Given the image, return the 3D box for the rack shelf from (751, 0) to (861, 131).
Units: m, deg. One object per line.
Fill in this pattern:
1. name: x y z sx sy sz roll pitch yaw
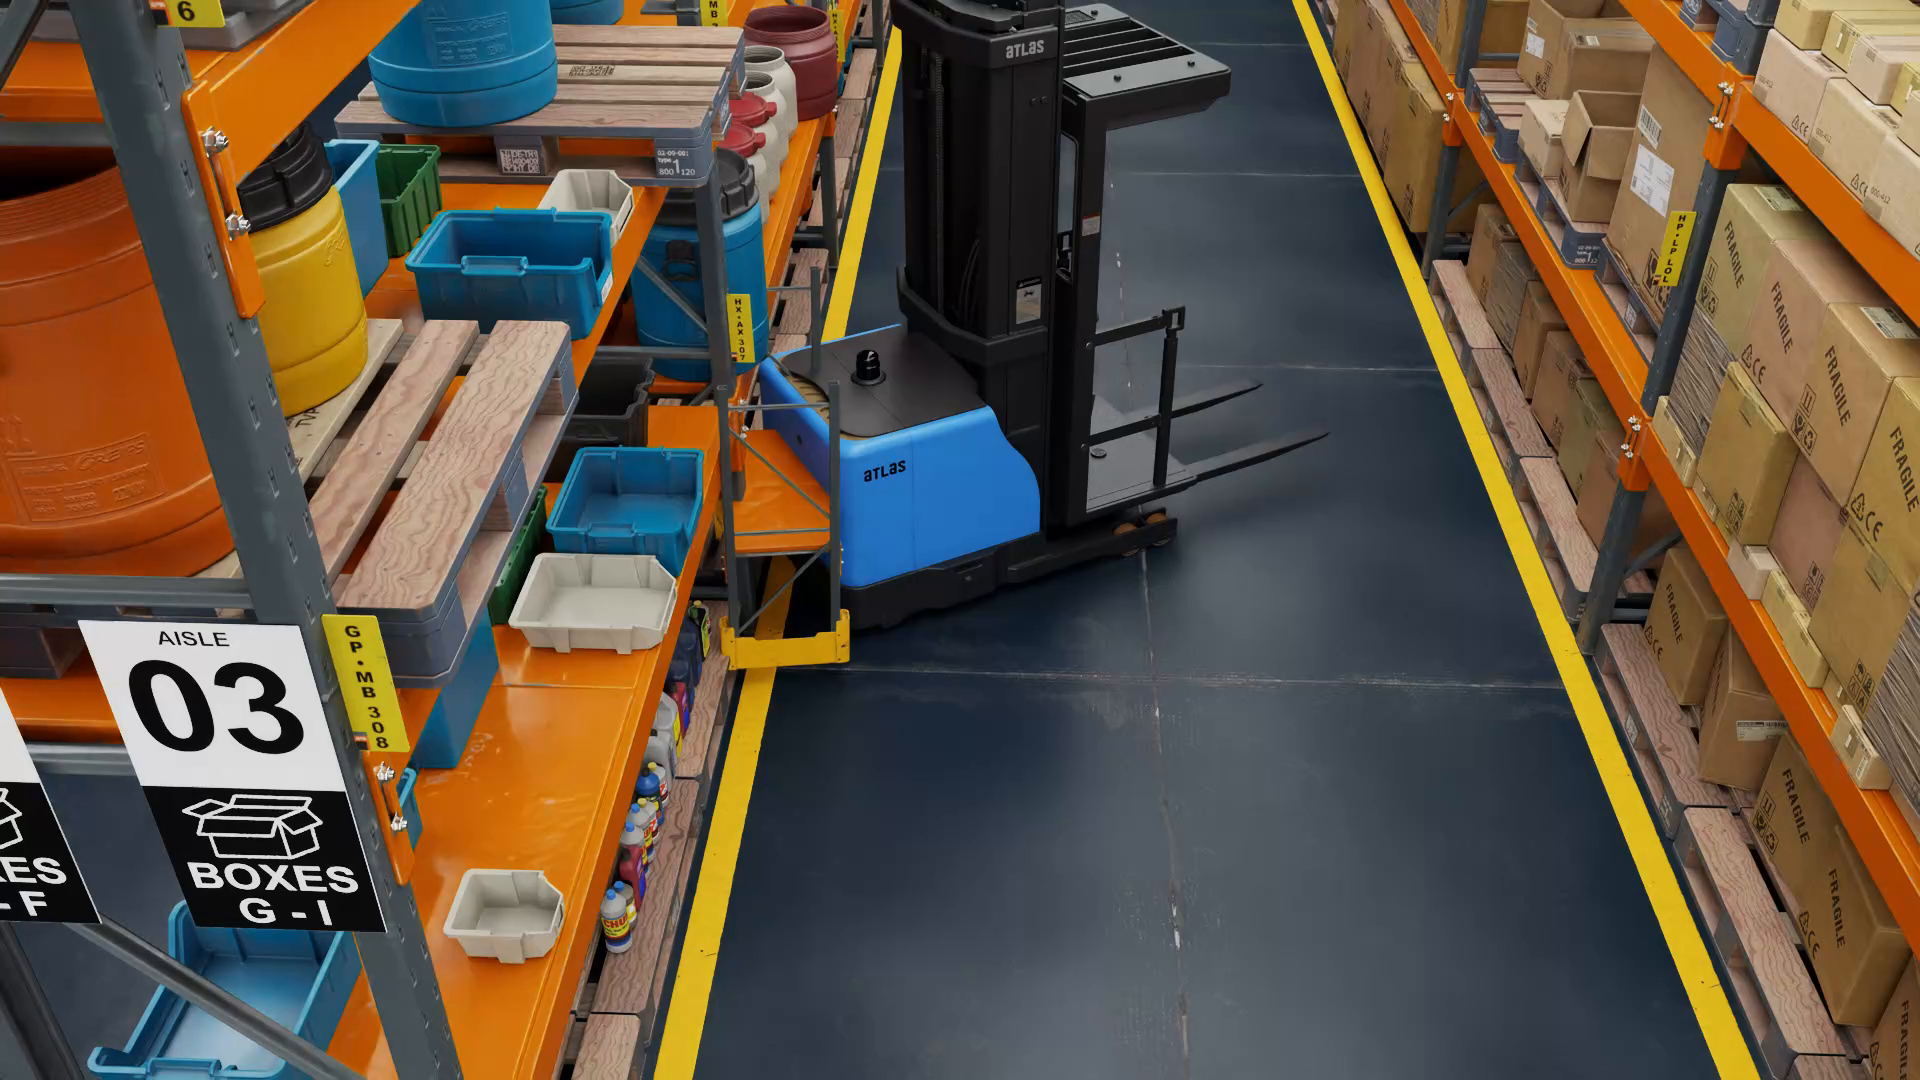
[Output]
1. rack shelf: -1.249 -3.966 12.355 1.077 0.370 4.000 1 35 2

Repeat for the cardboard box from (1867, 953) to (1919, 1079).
1. cardboard box: 3.330 1.748 5.408 0.500 0.500 0.500 10 36 14

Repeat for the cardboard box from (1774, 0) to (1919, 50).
1. cardboard box: 3.138 -1.848 5.891 0.380 0.149 0.250 0 35 1

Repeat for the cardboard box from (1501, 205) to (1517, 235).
1. cardboard box: 3.623 -2.075 10.178 0.500 0.250 0.500 3 35 4

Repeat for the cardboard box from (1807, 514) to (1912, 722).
1. cardboard box: 3.343 0.259 5.373 0.875 0.500 0.500 1 35 2

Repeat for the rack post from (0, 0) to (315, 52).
1. rack post: -1.493 -1.196 3.006 0.937 0.300 0.954 5 35 7

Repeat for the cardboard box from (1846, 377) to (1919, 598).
1. cardboard box: 3.139 -0.155 5.093 0.500 0.500 0.500 1 35 2

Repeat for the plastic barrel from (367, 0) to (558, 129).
1. plastic barrel: -1.637 -1.847 5.306 0.600 0.901 0.708 1 35 2

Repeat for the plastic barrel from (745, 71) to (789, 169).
1. plastic barrel: -1.174 -2.319 9.289 0.421 0.512 0.421 0 35 0

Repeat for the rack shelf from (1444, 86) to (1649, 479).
1. rack shelf: 3.539 -1.553 8.922 1.077 0.370 4.000 1 35 2

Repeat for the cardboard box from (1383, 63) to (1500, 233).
1. cardboard box: 3.668 -2.695 11.404 1.225 0.875 0.875 0 35 0

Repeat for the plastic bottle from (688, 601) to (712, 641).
1. plastic bottle: -1.193 0.368 7.615 0.097 0.201 0.097 0 35 0

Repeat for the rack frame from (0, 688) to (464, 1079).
1. rack frame: -1.651 1.485 3.973 1.000 3.000 0.127 1 35 2

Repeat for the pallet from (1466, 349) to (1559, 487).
1. pallet: 3.535 -0.708 9.519 1.003 0.211 1.213 1 35 2

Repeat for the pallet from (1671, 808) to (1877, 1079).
1. pallet: 3.421 1.532 6.332 1.003 0.211 1.213 1 35 2

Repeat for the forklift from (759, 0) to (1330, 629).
1. forklift: 0.549 -1.369 8.094 3.031 2.935 1.130 -17 39 -23

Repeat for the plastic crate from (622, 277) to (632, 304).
1. plastic crate: -1.756 -1.447 8.160 0.392 0.384 0.575 1 35 2

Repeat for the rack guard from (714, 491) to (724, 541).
1. rack guard: -0.947 -0.136 8.421 0.587 0.250 0.087 -3 37 -8

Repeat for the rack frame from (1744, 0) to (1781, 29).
1. rack frame: 3.459 -3.153 5.356 1.000 3.000 0.127 1 35 2

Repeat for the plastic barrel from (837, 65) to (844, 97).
1. plastic barrel: -1.236 -4.003 13.243 0.600 0.901 0.708 1 35 2

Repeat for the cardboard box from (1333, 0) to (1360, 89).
1. cardboard box: 3.775 -4.229 13.587 1.225 0.875 0.875 1 35 2

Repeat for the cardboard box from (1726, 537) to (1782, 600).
1. cardboard box: 3.093 0.095 6.170 0.380 0.149 0.250 1 35 2

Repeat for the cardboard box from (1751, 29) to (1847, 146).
1. cardboard box: 3.185 -1.612 5.902 0.500 0.250 0.500 0 35 0

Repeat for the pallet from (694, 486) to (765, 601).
1. pallet: -1.497 -0.124 8.688 1.003 0.211 1.213 1 35 2

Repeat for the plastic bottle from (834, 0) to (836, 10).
1. plastic bottle: -0.924 -3.840 11.663 0.097 0.271 0.097 0 35 0

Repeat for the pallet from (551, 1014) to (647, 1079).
1. pallet: -1.657 2.115 5.503 1.003 0.211 1.213 1 35 2

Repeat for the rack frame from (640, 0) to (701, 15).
1. rack frame: -1.490 -3.267 5.518 1.000 3.000 0.127 1 35 2

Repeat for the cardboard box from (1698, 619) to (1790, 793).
1. cardboard box: 3.388 0.711 6.884 0.500 0.500 0.500 12 37 17

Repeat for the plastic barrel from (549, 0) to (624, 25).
1. plastic barrel: -1.686 -2.542 6.660 0.600 0.901 0.708 1 35 2

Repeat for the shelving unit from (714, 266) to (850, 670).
1. shelving unit: -0.849 -0.340 7.655 0.587 1.500 1.083 -3 37 -8

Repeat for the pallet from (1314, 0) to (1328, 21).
1. pallet: 3.935 -5.292 16.041 1.003 0.211 1.213 1 35 2

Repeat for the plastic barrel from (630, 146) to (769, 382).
1. plastic barrel: -1.172 -1.233 7.405 0.600 0.901 0.708 1 35 2

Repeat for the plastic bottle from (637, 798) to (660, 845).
1. plastic bottle: -1.245 1.105 6.566 0.097 0.201 0.097 0 35 0

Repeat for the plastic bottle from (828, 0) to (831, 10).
1. plastic bottle: -0.919 -3.646 11.376 0.061 0.283 0.133 1 35 2

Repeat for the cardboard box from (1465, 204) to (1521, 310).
1. cardboard box: 3.613 -1.768 10.394 0.700 0.500 0.500 0 35 -1

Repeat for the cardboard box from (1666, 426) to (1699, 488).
1. cardboard box: 3.127 -0.336 6.783 0.380 0.149 0.250 1 35 2

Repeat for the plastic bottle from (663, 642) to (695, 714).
1. plastic bottle: -1.235 0.578 7.186 0.144 0.351 0.185 0 35 0

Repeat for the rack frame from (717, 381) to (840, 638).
1. rack frame: -0.774 -0.032 7.246 0.500 1.500 0.032 -3 37 -8

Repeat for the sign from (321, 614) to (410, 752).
1. sign: -1.101 0.270 3.087 0.100 0.325 0.005 1 35 2

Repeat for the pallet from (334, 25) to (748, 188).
1. pallet: -1.421 -1.546 5.842 1.213 0.211 1.003 1 35 2

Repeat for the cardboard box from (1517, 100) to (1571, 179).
1. cardboard box: 3.323 -2.149 8.910 0.500 0.250 0.500 0 35 1

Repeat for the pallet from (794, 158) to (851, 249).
1. pallet: -1.339 -2.424 11.961 1.003 0.211 1.213 1 35 2

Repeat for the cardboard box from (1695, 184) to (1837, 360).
1. cardboard box: 3.187 -1.017 6.319 0.500 0.500 0.500 1 35 2

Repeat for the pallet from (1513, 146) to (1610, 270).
1. pallet: 3.581 -1.780 8.786 1.003 0.211 1.213 1 35 2

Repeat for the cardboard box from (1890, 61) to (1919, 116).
1. cardboard box: 3.197 -1.396 5.248 0.380 0.149 0.250 2 35 3

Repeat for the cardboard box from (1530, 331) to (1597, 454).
1. cardboard box: 3.565 -0.803 9.021 0.700 0.500 0.500 -2 35 -2

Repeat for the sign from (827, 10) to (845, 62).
1. sign: -0.779 -3.169 10.454 0.100 0.325 0.005 1 35 2

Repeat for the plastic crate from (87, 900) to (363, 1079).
1. plastic crate: -1.929 1.252 4.435 0.499 0.251 0.616 1 35 2

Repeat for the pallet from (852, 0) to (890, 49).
1. pallet: -1.178 -4.691 15.188 1.003 0.211 1.213 1 35 2

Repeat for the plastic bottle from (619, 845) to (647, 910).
1. plastic bottle: -1.239 1.253 6.284 0.061 0.283 0.133 2 35 3

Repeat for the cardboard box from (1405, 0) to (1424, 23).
1. cardboard box: 3.435 -3.911 11.565 0.500 0.500 0.500 0 35 0

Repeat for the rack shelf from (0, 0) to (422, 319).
1. rack shelf: -1.570 -1.660 4.205 1.077 0.370 4.000 1 35 2

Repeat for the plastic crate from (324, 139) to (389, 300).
1. plastic crate: -1.875 -0.838 4.684 0.392 0.384 0.575 1 35 2

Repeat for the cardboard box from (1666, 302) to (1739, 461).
1. cardboard box: 3.379 -0.604 6.600 0.875 0.500 0.500 1 35 2

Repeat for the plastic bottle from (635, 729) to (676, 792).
1. plastic bottle: -1.259 0.887 6.810 0.152 0.276 0.135 2 35 3

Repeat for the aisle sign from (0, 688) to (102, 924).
1. aisle sign: -1.950 0.456 3.177 0.394 0.787 0.004 1 35 2

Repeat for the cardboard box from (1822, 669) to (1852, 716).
1. cardboard box: 3.138 0.528 5.554 0.380 0.149 0.250 1 35 2

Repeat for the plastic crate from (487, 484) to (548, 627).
1. plastic crate: -1.826 0.047 6.204 0.450 0.188 0.662 1 35 2
